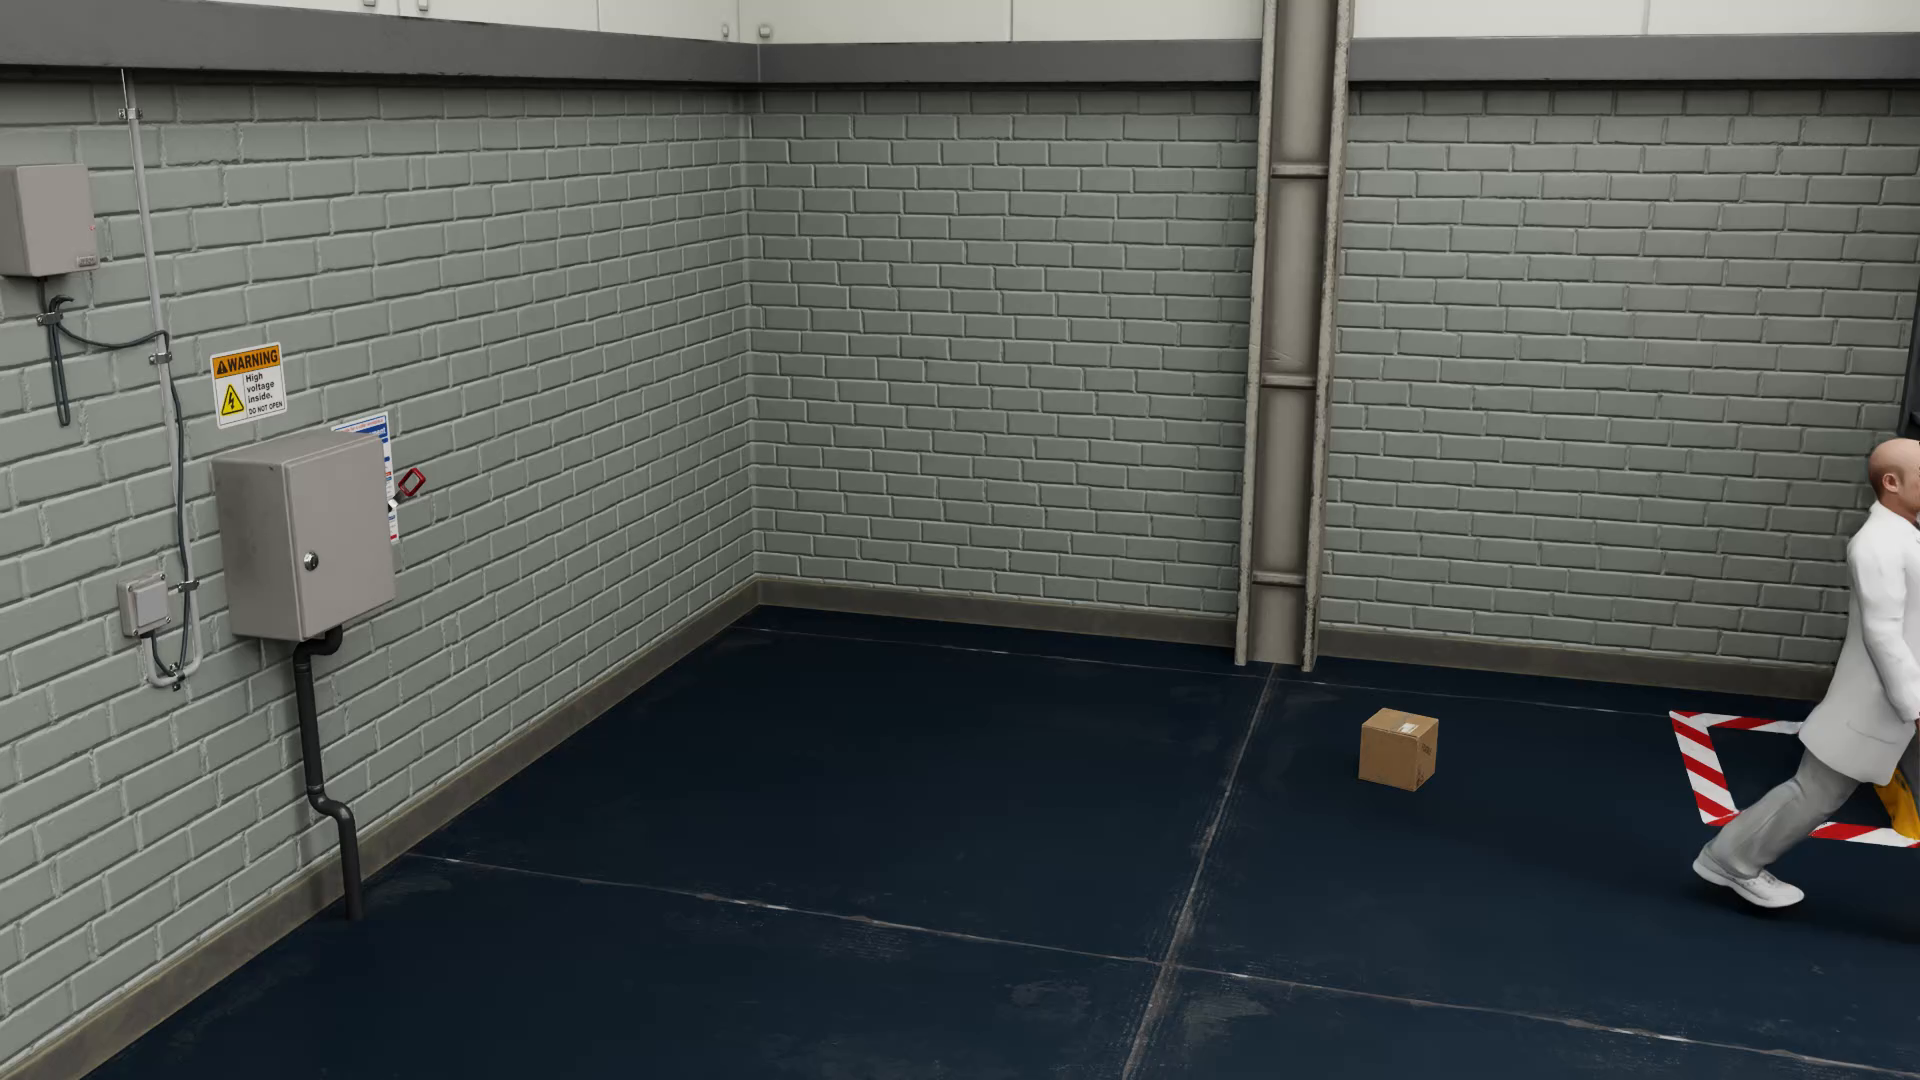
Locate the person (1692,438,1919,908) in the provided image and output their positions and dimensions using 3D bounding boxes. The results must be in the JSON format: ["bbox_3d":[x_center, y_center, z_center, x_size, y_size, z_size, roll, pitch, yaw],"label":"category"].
[{"bbox_3d":[3.169,0.523,5.578,1.151,1.721,0.634,13,20,41],"label":"person"}]
